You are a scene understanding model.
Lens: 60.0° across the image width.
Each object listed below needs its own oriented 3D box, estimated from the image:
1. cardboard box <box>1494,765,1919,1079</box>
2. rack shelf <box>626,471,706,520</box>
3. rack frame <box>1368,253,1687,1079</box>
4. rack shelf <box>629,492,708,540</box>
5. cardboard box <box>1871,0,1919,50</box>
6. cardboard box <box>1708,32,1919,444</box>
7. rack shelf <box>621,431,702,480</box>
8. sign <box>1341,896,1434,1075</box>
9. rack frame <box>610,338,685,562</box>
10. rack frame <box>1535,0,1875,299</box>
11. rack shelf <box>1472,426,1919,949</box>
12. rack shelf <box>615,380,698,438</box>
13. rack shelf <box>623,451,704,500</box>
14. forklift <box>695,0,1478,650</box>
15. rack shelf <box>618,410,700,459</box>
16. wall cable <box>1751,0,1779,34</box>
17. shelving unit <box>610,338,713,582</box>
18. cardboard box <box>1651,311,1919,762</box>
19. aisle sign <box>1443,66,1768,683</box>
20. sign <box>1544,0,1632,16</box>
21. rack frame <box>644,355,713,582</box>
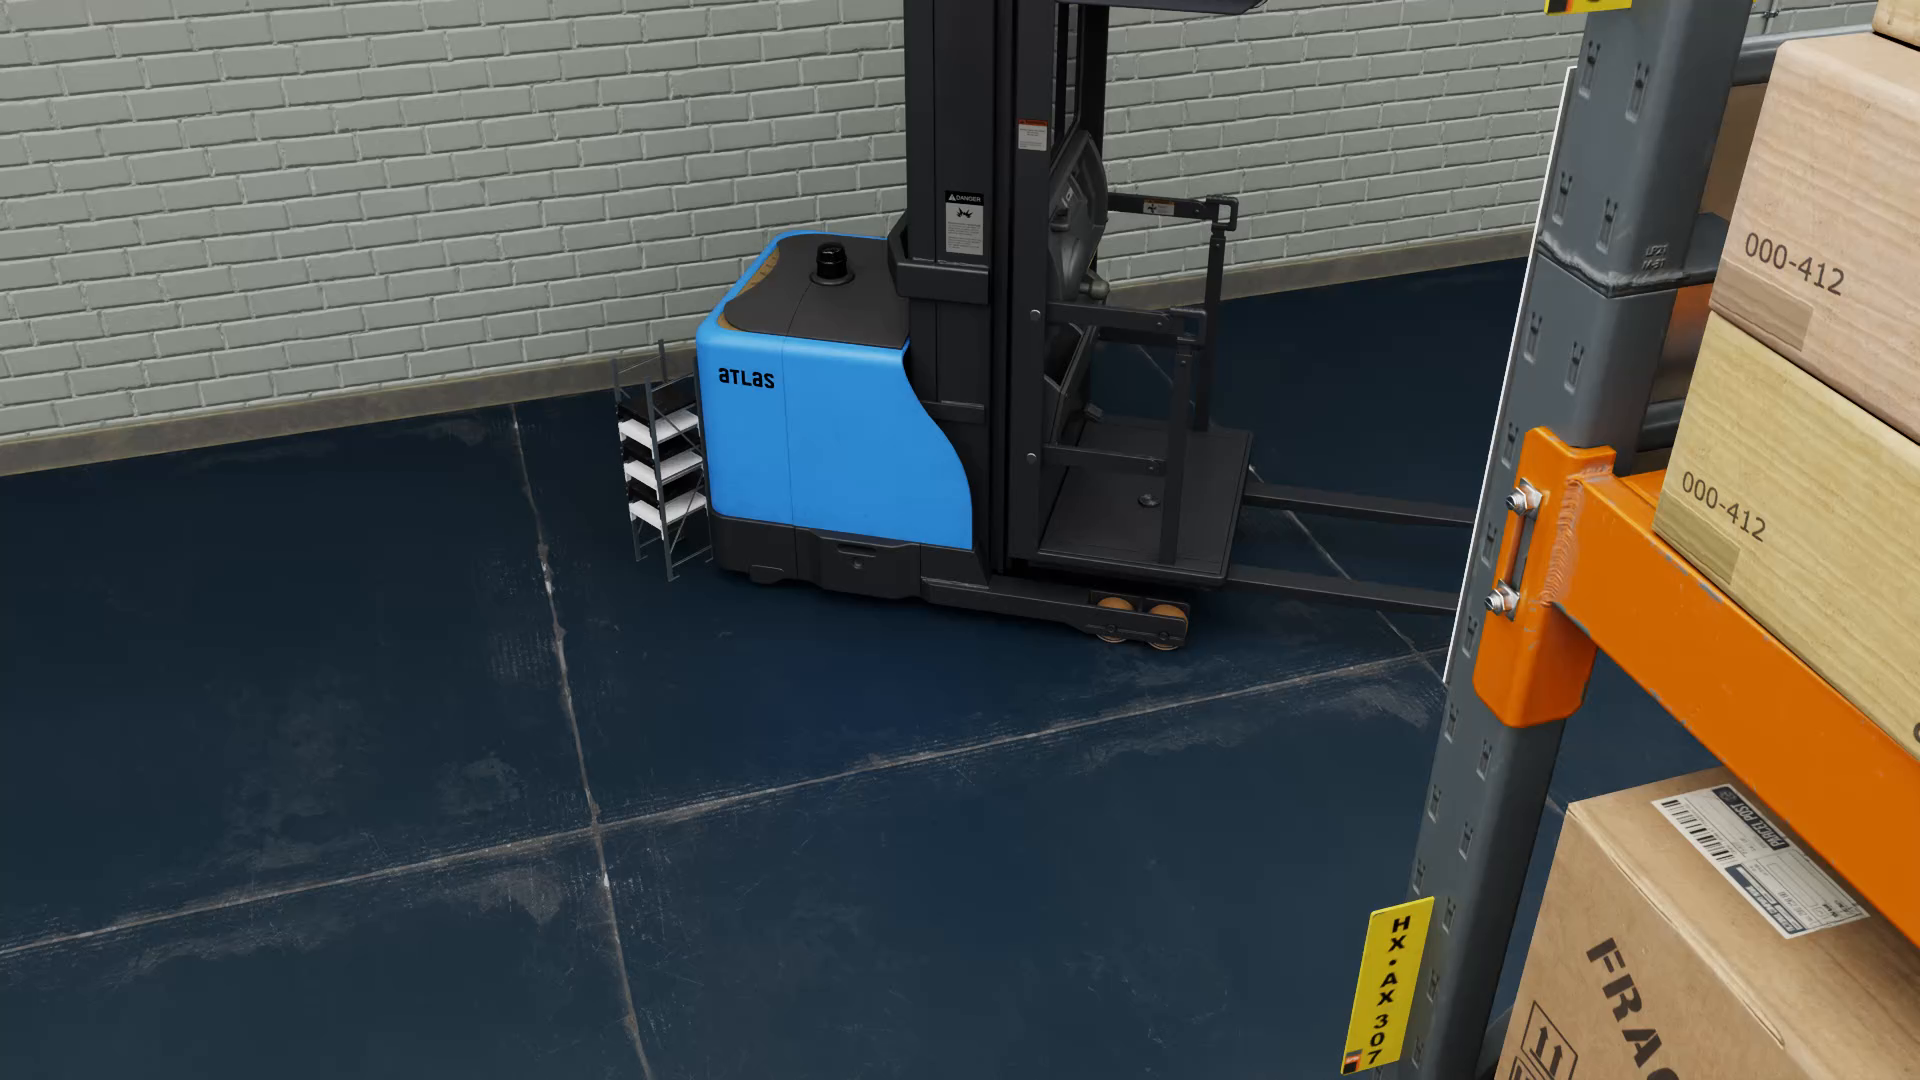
[{"bbox_3d":[0.994,0.589,1.871,0.500,0.500,0.500,-10,35,-15],"label":"cardboard box"},{"bbox_3d":[-1.130,-0.195,6.453,0.200,0.077,0.258,28,42,35],"label":"rack shelf"},{"bbox_3d":[1.110,0.891,2.680,1.000,3.000,0.127,-10,35,-15],"label":"rack frame"},{"bbox_3d":[-1.130,-0.120,6.502,0.200,0.077,0.258,28,42,35],"label":"rack shelf"},{"bbox_3d":[0.992,-0.464,1.332,0.380,0.149,0.250,-10,35,-15],"label":"cardboard box"},{"bbox_3d":[0.999,-0.227,1.334,0.500,0.250,0.500,-9,35,-14],"label":"cardboard box"},{"bbox_3d":[-1.130,-0.345,6.353,0.200,0.077,0.258,28,42,35],"label":"rack shelf"},{"bbox_3d":[0.593,0.621,2.304,0.100,0.325,0.005,-10,35,-15],"label":"sign"},{"bbox_3d":[-1.203,-0.337,6.443,0.006,0.900,0.240,28,42,35],"label":"rack frame"},{"bbox_3d":[1.110,-1.612,1.027,1.000,3.000,0.127,-10,35,-15],"label":"rack frame"},{"bbox_3d":[1.720,0.990,0.463,1.077,0.370,4.000,-10,35,-15],"label":"rack shelf"},{"bbox_3d":[-1.130,-0.495,6.254,0.200,0.077,0.258,28,42,35],"label":"rack shelf"},{"bbox_3d":[-1.130,-0.270,6.403,0.200,0.077,0.258,28,42,35],"label":"rack shelf"},{"bbox_3d":[0.605,-1.141,5.818,3.031,2.935,1.130,8,34,11],"label":"forklift"},{"bbox_3d":[-1.130,-0.420,6.304,0.200,0.077,0.258,28,42,35],"label":"rack shelf"},{"bbox_3d":[4.051,-3.388,8.206,0.585,1.953,0.123,-10,35,-15],"label":"wall cable"},{"bbox_3d":[-1.130,-0.298,6.385,0.210,0.900,0.258,28,42,35],"label":"shelving unit"},{"bbox_3d":[1.003,-0.019,1.473,0.500,0.250,0.500,-9,34,-13],"label":"cardboard box"},{"bbox_3d":[0.802,-0.181,1.945,0.394,0.787,0.004,-10,35,-15],"label":"aisle sign"},{"bbox_3d":[0.593,-0.634,1.474,0.100,0.325,0.005,-10,35,-15],"label":"sign"},{"bbox_3d":[-1.056,-0.259,6.326,0.006,0.900,0.240,28,42,35],"label":"rack frame"}]
